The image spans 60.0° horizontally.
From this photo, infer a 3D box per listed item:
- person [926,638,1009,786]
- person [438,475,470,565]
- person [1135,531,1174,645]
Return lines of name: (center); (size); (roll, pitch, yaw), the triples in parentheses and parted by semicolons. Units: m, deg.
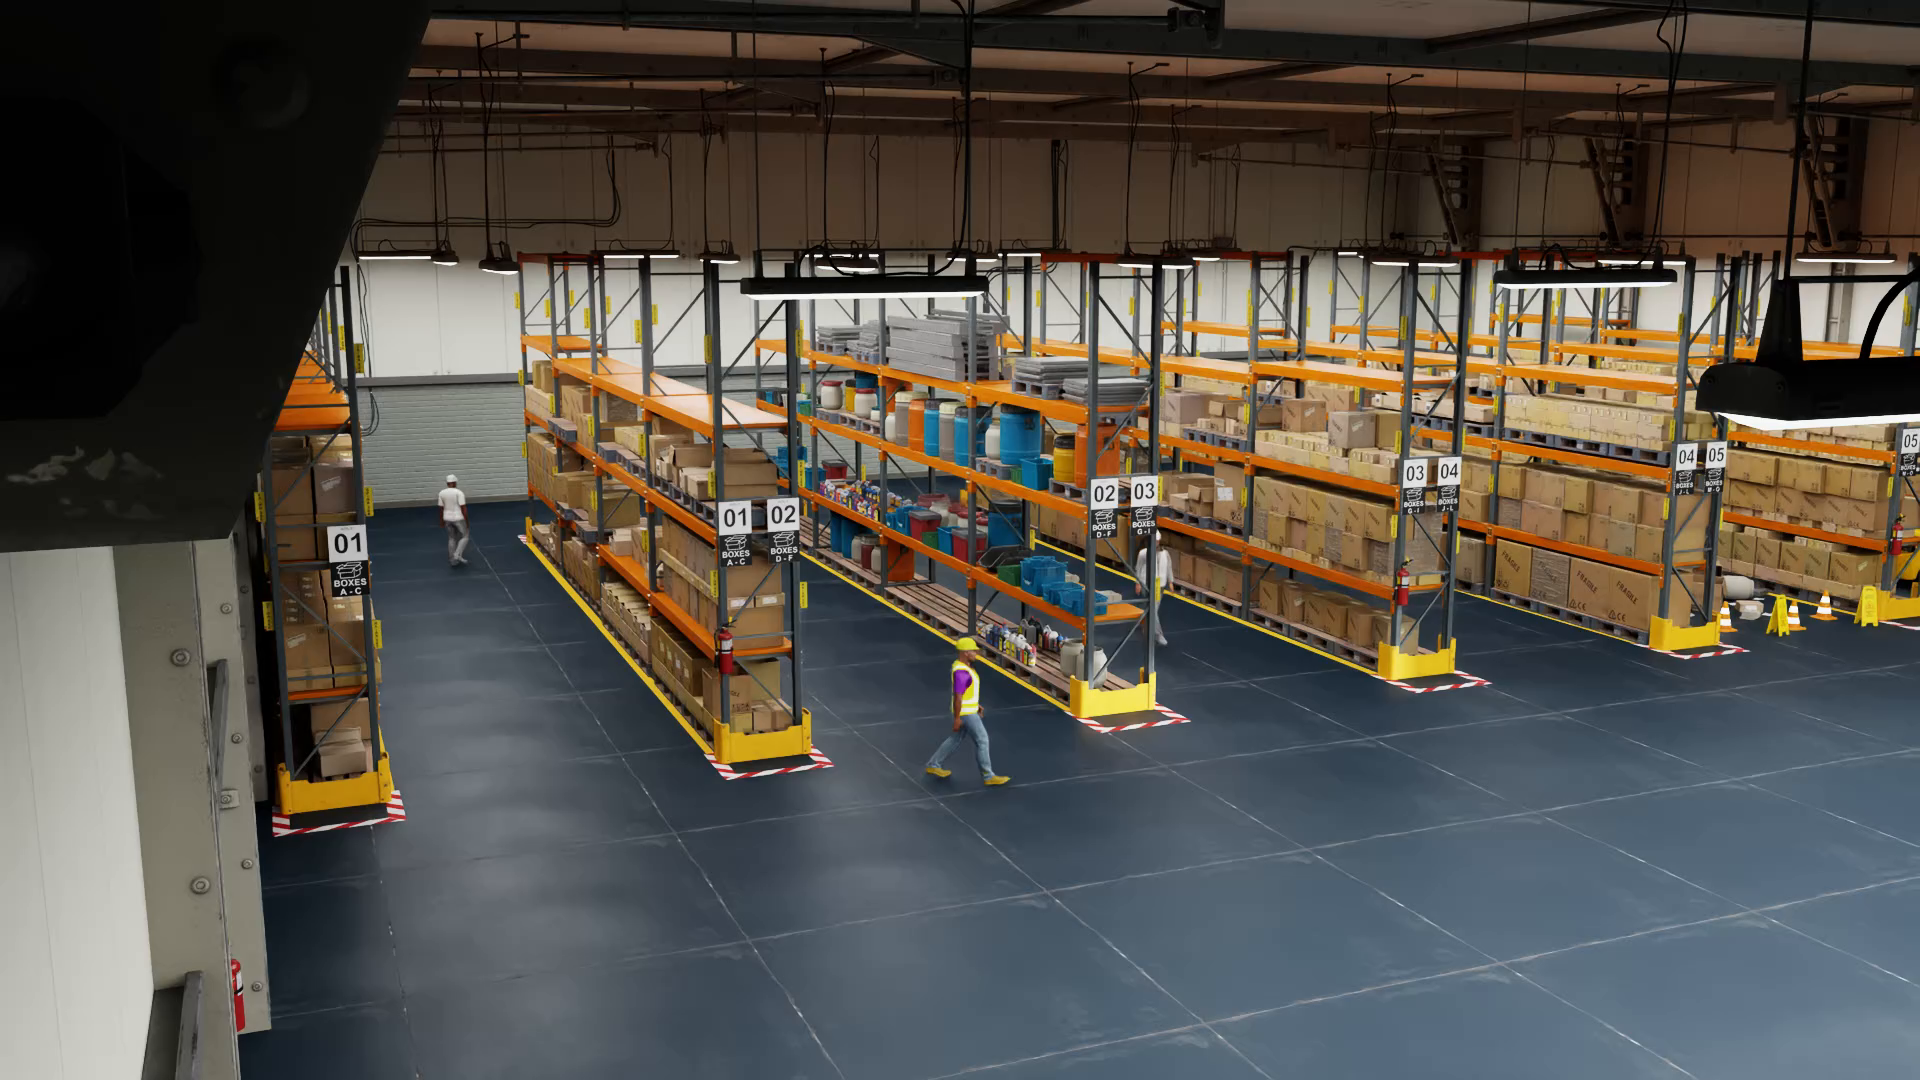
person: (0.081, 1.990, 19.413); (0.945, 1.739, 0.564); (-1, 10, -7)
person: (-9.825, -0.382, 32.254); (0.607, 1.769, 0.497); (3, 11, 15)
person: (3.086, 0.710, 26.230); (0.566, 1.752, 0.874); (-4, 11, -23)
